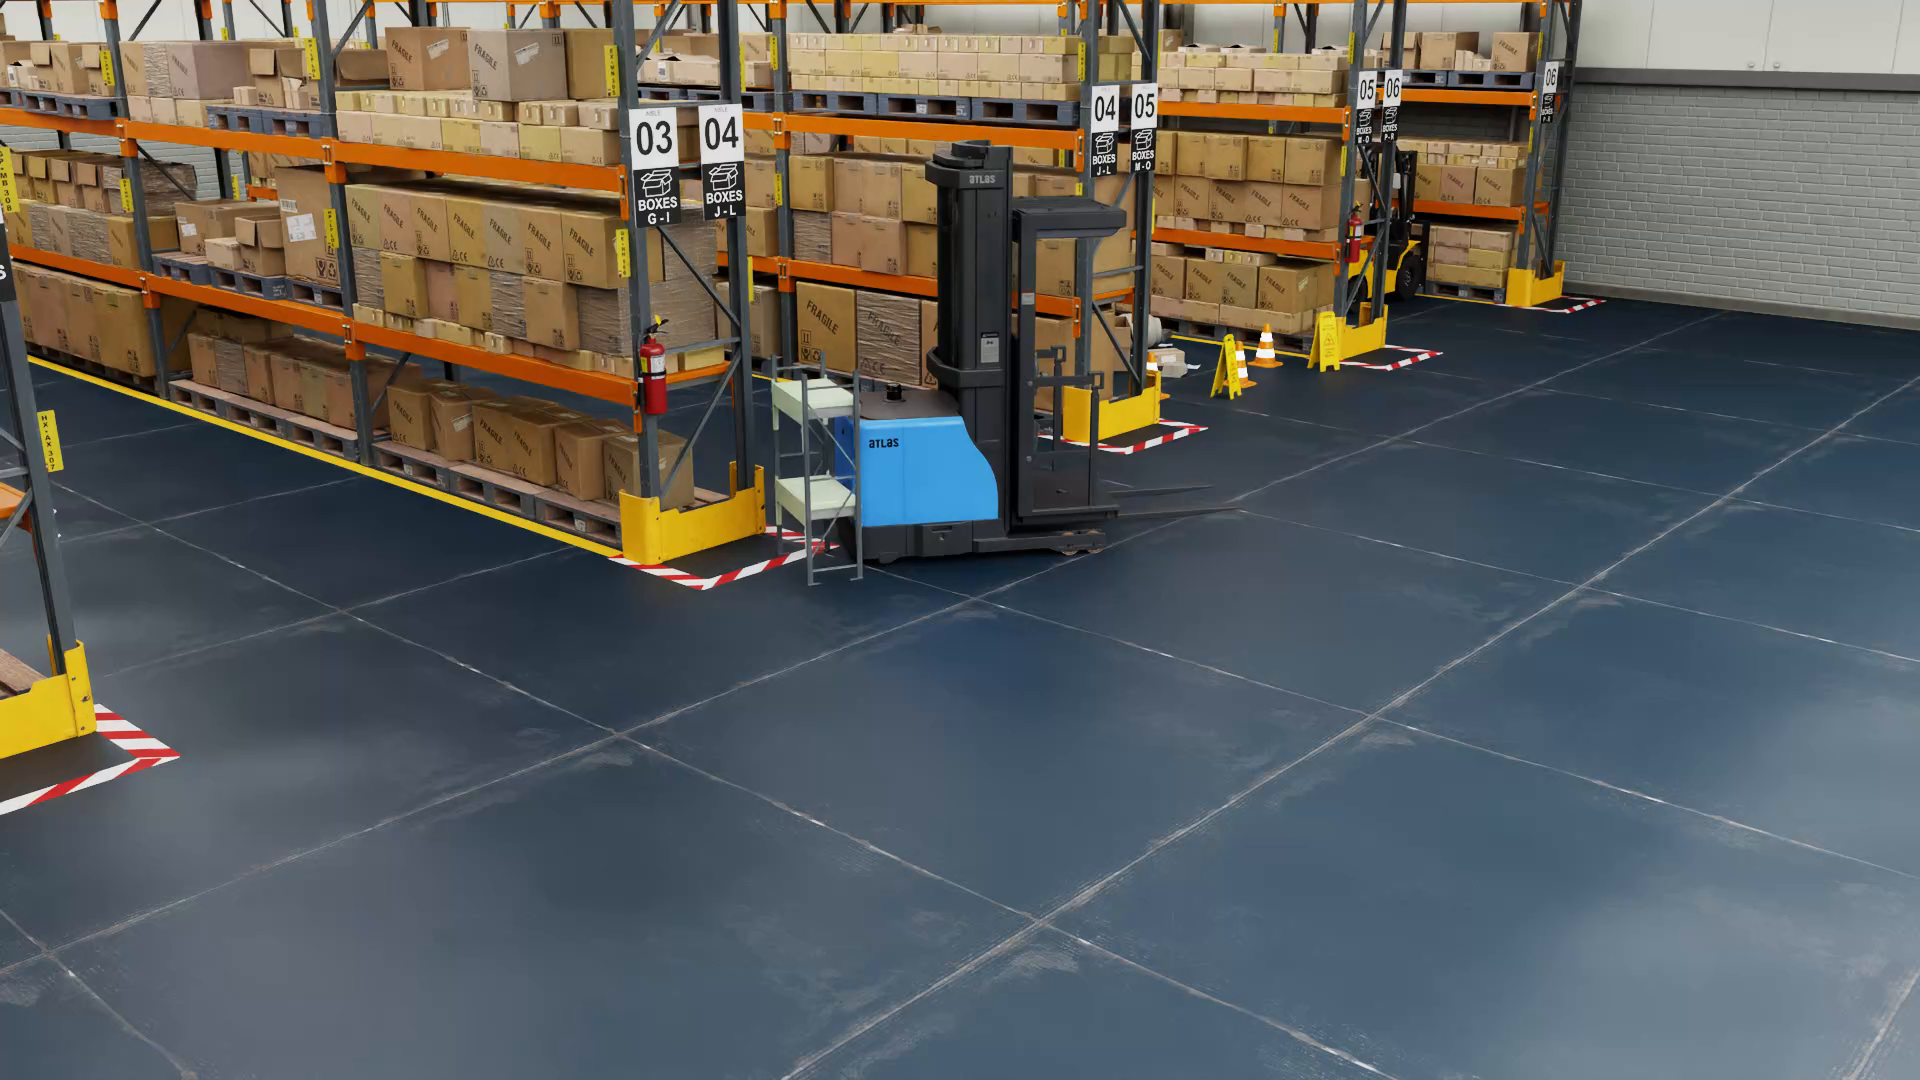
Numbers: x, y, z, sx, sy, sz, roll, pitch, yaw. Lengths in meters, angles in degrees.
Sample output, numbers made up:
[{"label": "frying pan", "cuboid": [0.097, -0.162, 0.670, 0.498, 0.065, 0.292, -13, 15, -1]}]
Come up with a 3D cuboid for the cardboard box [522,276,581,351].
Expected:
[{"label": "cardboard box", "cuboid": [-2.777, -1.769, 12.569, 0.500, 0.500, 0.875, 15, 23, 39]}]

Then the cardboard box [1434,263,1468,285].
[{"label": "cardboard box", "cuboid": [7.013, -3.770, 23.382, 0.500, 0.250, 0.500, 15, 23, 39]}]

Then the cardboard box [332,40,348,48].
[{"label": "cardboard box", "cuboid": [-8.368, -6.778, 22.815, 0.250, 0.149, 0.380, 15, 23, 39]}]

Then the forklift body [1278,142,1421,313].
[{"label": "forklift body", "cuboid": [5.311, -4.319, 22.664, 1.214, 2.155, 2.313, 15, 23, 39]}]

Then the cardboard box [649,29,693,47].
[{"label": "cardboard box", "cuboid": [-4.628, -7.932, 26.662, 0.500, 0.500, 0.500, 16, 23, 40]}]

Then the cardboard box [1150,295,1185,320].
[{"label": "cardboard box", "cuboid": [2.724, -2.934, 20.749, 0.500, 0.250, 0.500, 15, 23, 39]}]

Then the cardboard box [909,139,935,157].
[{"label": "cardboard box", "cuboid": [-0.356, -5.276, 22.928, 0.500, 0.500, 0.500, 16, 23, 40]}]

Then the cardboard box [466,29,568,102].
[{"label": "cardboard box", "cuboid": [-3.257, -3.501, 12.241, 0.500, 0.500, 0.500, 15, 23, 39]}]

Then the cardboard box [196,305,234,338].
[{"label": "cardboard box", "cuboid": [-7.392, -2.244, 16.888, 0.500, 0.250, 0.500, 16, 24, 41]}]

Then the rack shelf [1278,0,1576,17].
[{"label": "rack shelf", "cuboid": [6.444, -7.483, 23.164, 4.000, 0.370, 1.077, 15, 23, 39]}]

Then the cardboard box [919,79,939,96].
[{"label": "cardboard box", "cuboid": [-0.176, -4.345, 15.942, 0.250, 0.149, 0.380, 15, 23, 40]}]

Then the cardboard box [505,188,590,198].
[{"label": "cardboard box", "cuboid": [-3.283, -2.528, 13.310, 0.500, 0.500, 0.500, 15, 23, 39]}]

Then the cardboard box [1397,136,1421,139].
[{"label": "cardboard box", "cuboid": [6.493, -5.739, 24.007, 0.250, 0.149, 0.380, 16, 24, 41]}]

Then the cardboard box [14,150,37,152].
[{"label": "cardboard box", "cuboid": [-11.457, -4.481, 20.289, 0.500, 0.500, 0.500, 15, 23, 39]}]

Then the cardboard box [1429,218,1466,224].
[{"label": "cardboard box", "cuboid": [6.963, -4.463, 23.914, 0.500, 0.250, 0.500, 15, 23, 39]}]

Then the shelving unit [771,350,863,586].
[{"label": "shelving unit", "cuboid": [-1.017, -0.522, 11.776, 0.431, 1.500, 0.755, -7, 19, -21]}]

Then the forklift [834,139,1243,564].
[{"label": "forklift", "cuboid": [0.608, -1.438, 12.296, 3.031, 2.935, 1.130, -4, 18, -12]}]

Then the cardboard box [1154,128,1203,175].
[{"label": "cardboard box", "cuboid": [2.567, -4.749, 20.306, 0.500, 0.500, 0.700, 14, 23, 38]}]

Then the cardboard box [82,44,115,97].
[{"label": "cardboard box", "cuboid": [-8.417, -4.781, 16.894, 0.797, 0.503, 0.637, -17, 24, -42]}]

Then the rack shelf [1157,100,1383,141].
[{"label": "rack shelf", "cuboid": [3.152, -5.120, 20.016, 4.000, 0.370, 1.077, 15, 23, 39]}]

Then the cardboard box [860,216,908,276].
[{"label": "cardboard box", "cuboid": [-0.518, -3.054, 17.028, 0.550, 0.550, 0.875, 15, 23, 39]}]

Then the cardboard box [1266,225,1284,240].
[{"label": "cardboard box", "cuboid": [3.786, -3.620, 19.476, 0.250, 0.149, 0.380, 15, 23, 38]}]

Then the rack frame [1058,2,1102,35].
[{"label": "rack frame", "cuboid": [1.956, -9.221, 26.790, 0.127, 3.000, 1.000, 15, 23, 39]}]

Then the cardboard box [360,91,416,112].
[{"label": "cardboard box", "cuboid": [-4.639, -3.568, 13.525, 0.250, 0.149, 0.380, 14, 22, 37]}]

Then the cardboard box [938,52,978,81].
[{"label": "cardboard box", "cuboid": [0.138, -4.476, 15.694, 0.500, 0.250, 0.500, 15, 23, 39]}]

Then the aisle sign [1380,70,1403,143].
[{"label": "aisle sign", "cuboid": [4.900, -4.928, 18.884, 0.004, 0.787, 0.394, 15, 23, 39]}]

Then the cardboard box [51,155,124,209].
[{"label": "cardboard box", "cuboid": [-9.441, -3.937, 18.233, 0.637, 0.503, 0.797, 16, 24, 41]}]

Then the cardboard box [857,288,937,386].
[{"label": "cardboard box", "cuboid": [-0.453, -2.160, 17.276, 0.875, 0.875, 0.875, 15, 23, 40]}]

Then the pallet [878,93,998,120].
[{"label": "pallet", "cuboid": [-0.041, -4.270, 16.296, 1.213, 0.211, 1.003, 15, 23, 39]}]

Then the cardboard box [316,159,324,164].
[{"label": "cardboard box", "cuboid": [-8.845, -5.328, 23.784, 0.500, 0.500, 0.500, 15, 23, 39]}]

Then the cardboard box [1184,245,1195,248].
[{"label": "cardboard box", "cuboid": [2.659, -3.522, 21.362, 0.500, 0.500, 0.500, 16, 23, 40]}]

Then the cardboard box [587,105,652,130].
[{"label": "cardboard box", "cuboid": [-2.345, -2.923, 11.492, 0.250, 0.149, 0.380, 15, 23, 39]}]

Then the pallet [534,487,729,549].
[{"label": "pallet", "cuboid": [-2.571, -0.247, 13.040, 1.213, 0.211, 1.003, 15, 23, 39]}]

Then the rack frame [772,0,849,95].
[{"label": "rack frame", "cuboid": [-1.554, -6.154, 17.126, 0.127, 3.000, 1.000, 15, 23, 39]}]

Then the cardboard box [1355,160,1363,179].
[{"label": "cardboard box", "cuboid": [5.887, -5.256, 24.048, 0.500, 0.500, 0.500, 15, 23, 39]}]

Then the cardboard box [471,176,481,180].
[{"label": "cardboard box", "cuboid": [-5.977, -4.662, 21.081, 0.250, 0.149, 0.380, 15, 23, 39]}]

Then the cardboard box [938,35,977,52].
[{"label": "cardboard box", "cuboid": [0.010, -4.675, 15.664, 0.250, 0.149, 0.380, 15, 23, 38]}]

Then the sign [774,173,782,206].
[{"label": "sign", "cuboid": [-1.907, -3.684, 17.477, 0.005, 0.325, 0.100, 15, 23, 39]}]

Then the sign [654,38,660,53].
[{"label": "sign", "cuboid": [-4.694, -7.629, 25.747, 0.005, 0.325, 0.100, 15, 23, 39]}]

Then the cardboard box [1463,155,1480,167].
[{"label": "cardboard box", "cuboid": [7.130, -5.229, 22.891, 0.250, 0.149, 0.380, 16, 23, 40]}]

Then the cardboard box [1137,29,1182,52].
[{"label": "cardboard box", "cuboid": [3.098, -7.682, 25.874, 0.500, 0.500, 0.500, 16, 23, 41]}]

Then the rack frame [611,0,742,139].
[{"label": "rack frame", "cuboid": [-1.930, -4.249, 11.123, 0.127, 3.000, 1.000, 15, 23, 39]}]

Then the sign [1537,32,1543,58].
[{"label": "sign", "cuboid": [7.569, -6.449, 21.683, 0.005, 0.325, 0.100, 15, 23, 39]}]

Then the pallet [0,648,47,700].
[{"label": "pallet", "cuboid": [-5.910, 0.891, 9.454, 1.213, 0.211, 1.003, 15, 23, 39]}]

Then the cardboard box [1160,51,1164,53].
[{"label": "cardboard box", "cuboid": [2.419, -6.003, 20.707, 0.250, 0.149, 0.380, 16, 23, 41]}]

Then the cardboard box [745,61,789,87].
[{"label": "cardboard box", "cuboid": [-2.188, -5.006, 17.856, 0.500, 0.250, 0.500, 15, 23, 40]}]

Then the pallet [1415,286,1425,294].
[{"label": "pallet", "cuboid": [6.432, -3.815, 24.284, 1.213, 0.211, 1.003, 15, 23, 39]}]

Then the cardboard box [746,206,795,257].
[{"label": "cardboard box", "cuboid": [-2.122, -3.386, 18.158, 0.500, 0.500, 0.500, 15, 23, 39]}]

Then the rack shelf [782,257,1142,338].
[{"label": "rack shelf", "cuboid": [-0.058, -2.550, 16.877, 4.000, 0.370, 1.077, 15, 23, 39]}]

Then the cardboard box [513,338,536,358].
[{"label": "cardboard box", "cuboid": [-3.226, -1.527, 12.881, 0.250, 0.149, 0.380, 15, 23, 39]}]

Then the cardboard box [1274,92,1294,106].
[{"label": "cardboard box", "cuboid": [3.811, -5.053, 19.033, 0.250, 0.149, 0.380, 16, 24, 41]}]

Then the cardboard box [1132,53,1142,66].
[{"label": "cardboard box", "cuboid": [2.259, -5.828, 20.155, 0.250, 0.149, 0.380, 15, 23, 39]}]

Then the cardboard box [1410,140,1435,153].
[{"label": "cardboard box", "cuboid": [6.511, -5.512, 23.291, 0.250, 0.149, 0.380, 16, 23, 40]}]
